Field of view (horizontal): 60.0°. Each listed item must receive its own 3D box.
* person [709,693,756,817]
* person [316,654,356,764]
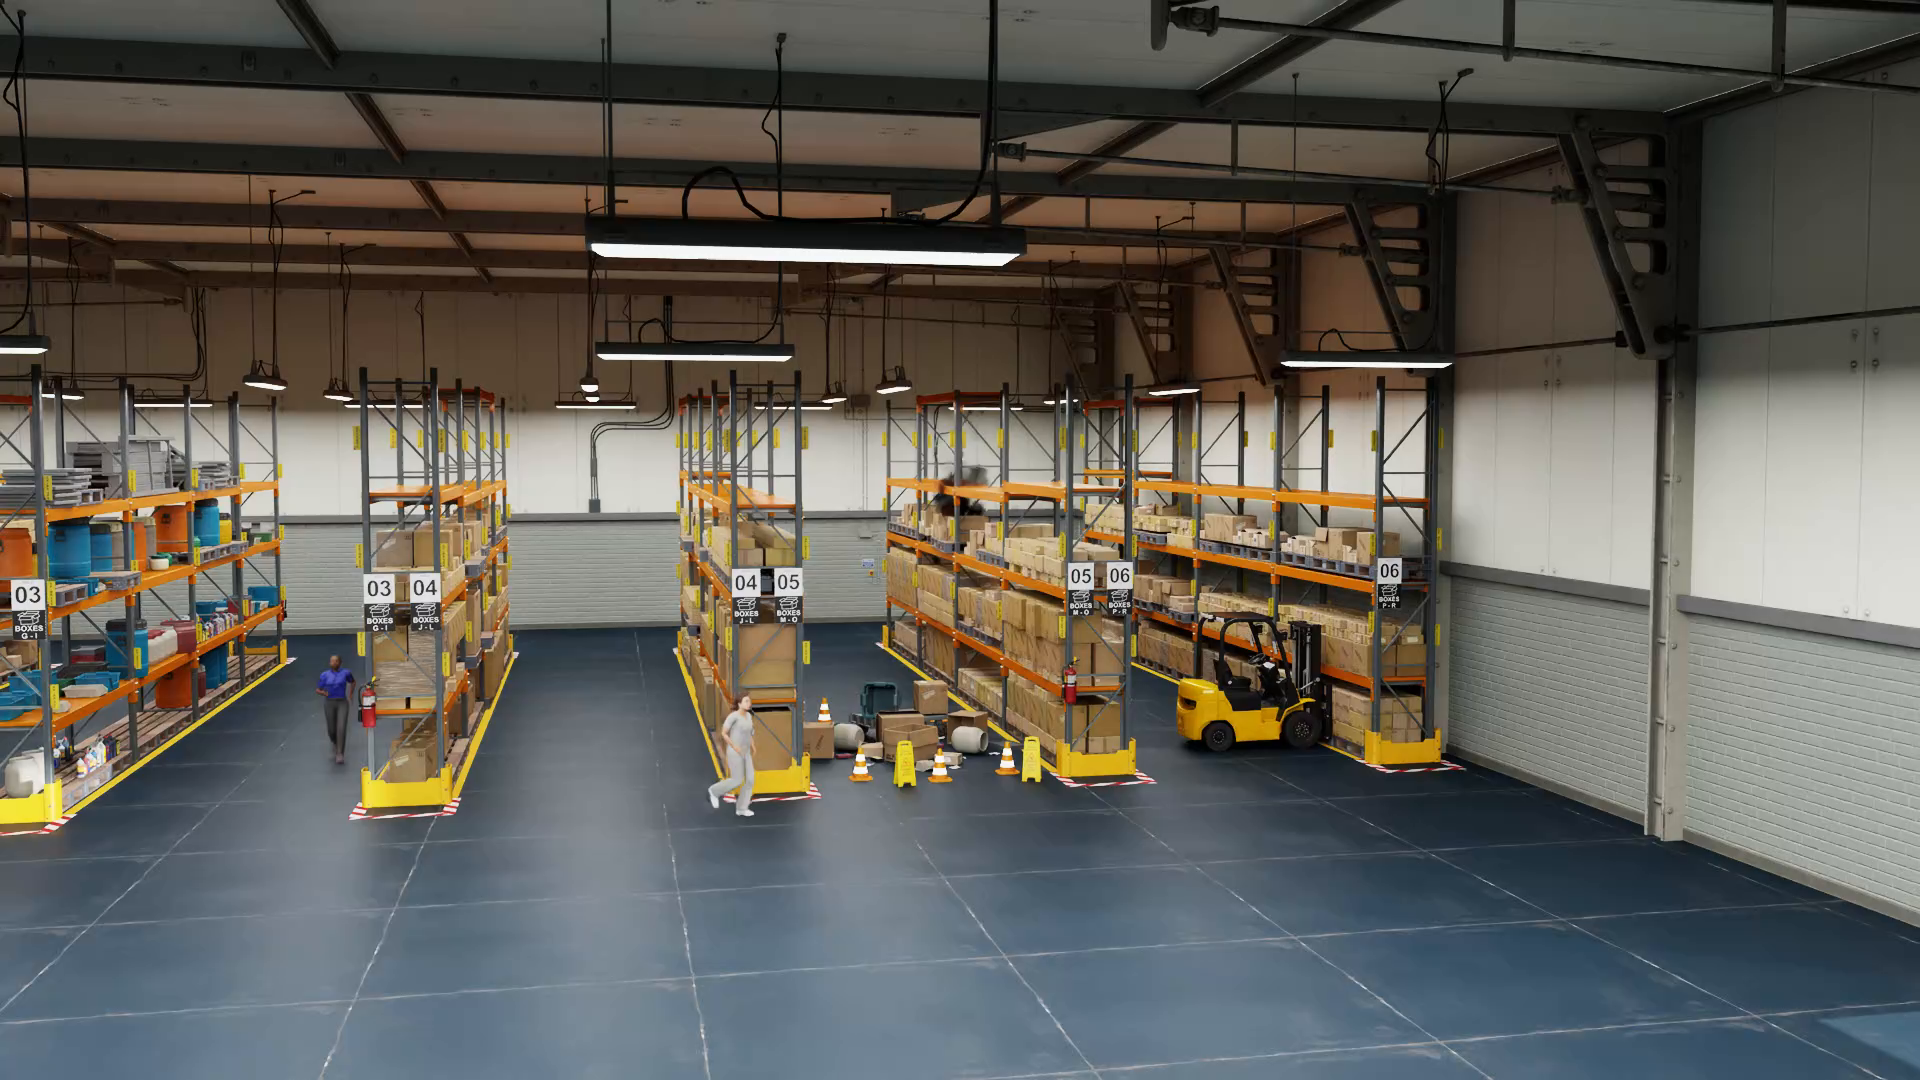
[{"bbox_3d":[-3.014,2.857,22.341,0.707,1.642,0.600,2,4,25],"label":"person"},{"bbox_3d":[-9.768,2.618,26.044,0.579,1.641,0.923,-1,4,-19],"label":"person"}]
